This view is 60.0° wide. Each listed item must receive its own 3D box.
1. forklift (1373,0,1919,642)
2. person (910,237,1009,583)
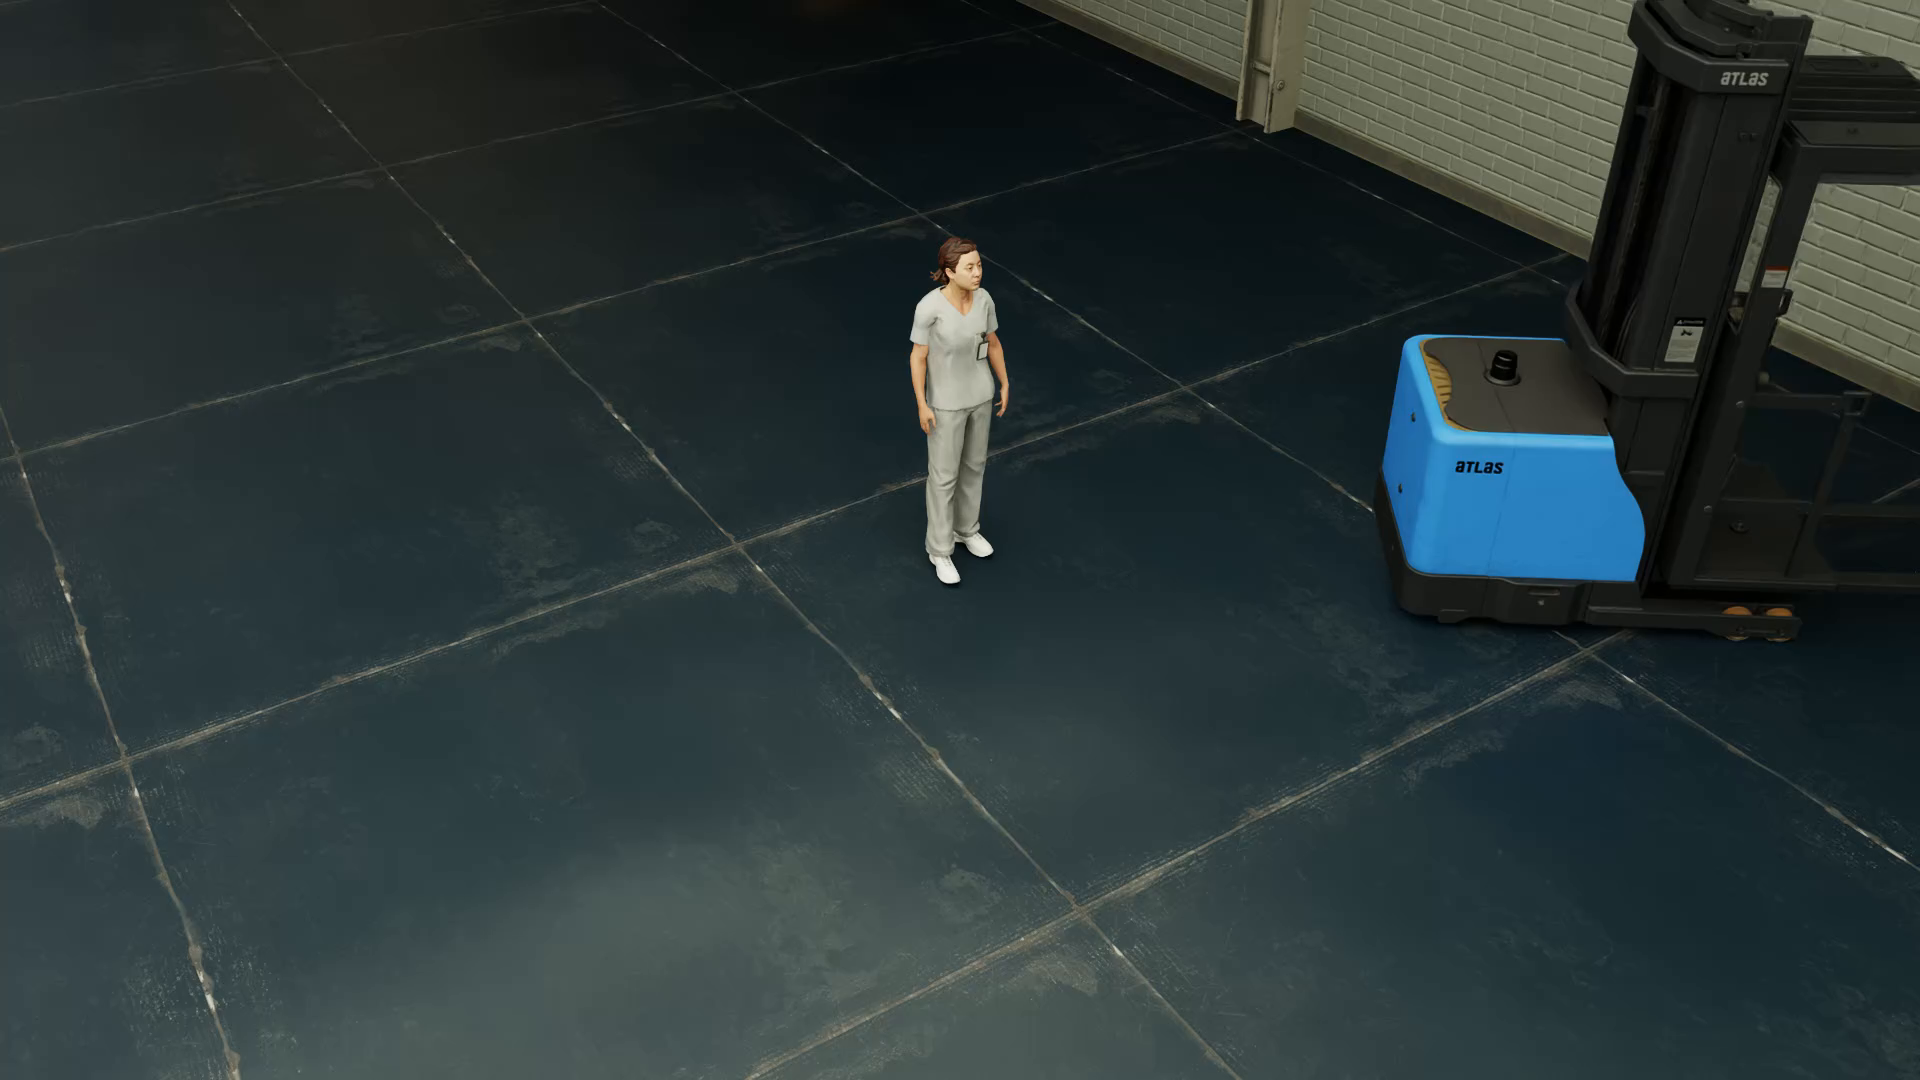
[{"bbox_3d":[3.679,-1.025,7.606,3.031,2.935,1.130,2,35,3],"label":"forklift"},{"bbox_3d":[0.028,-0.652,8.154,0.549,1.675,0.549,-21,40,-27],"label":"person"}]
